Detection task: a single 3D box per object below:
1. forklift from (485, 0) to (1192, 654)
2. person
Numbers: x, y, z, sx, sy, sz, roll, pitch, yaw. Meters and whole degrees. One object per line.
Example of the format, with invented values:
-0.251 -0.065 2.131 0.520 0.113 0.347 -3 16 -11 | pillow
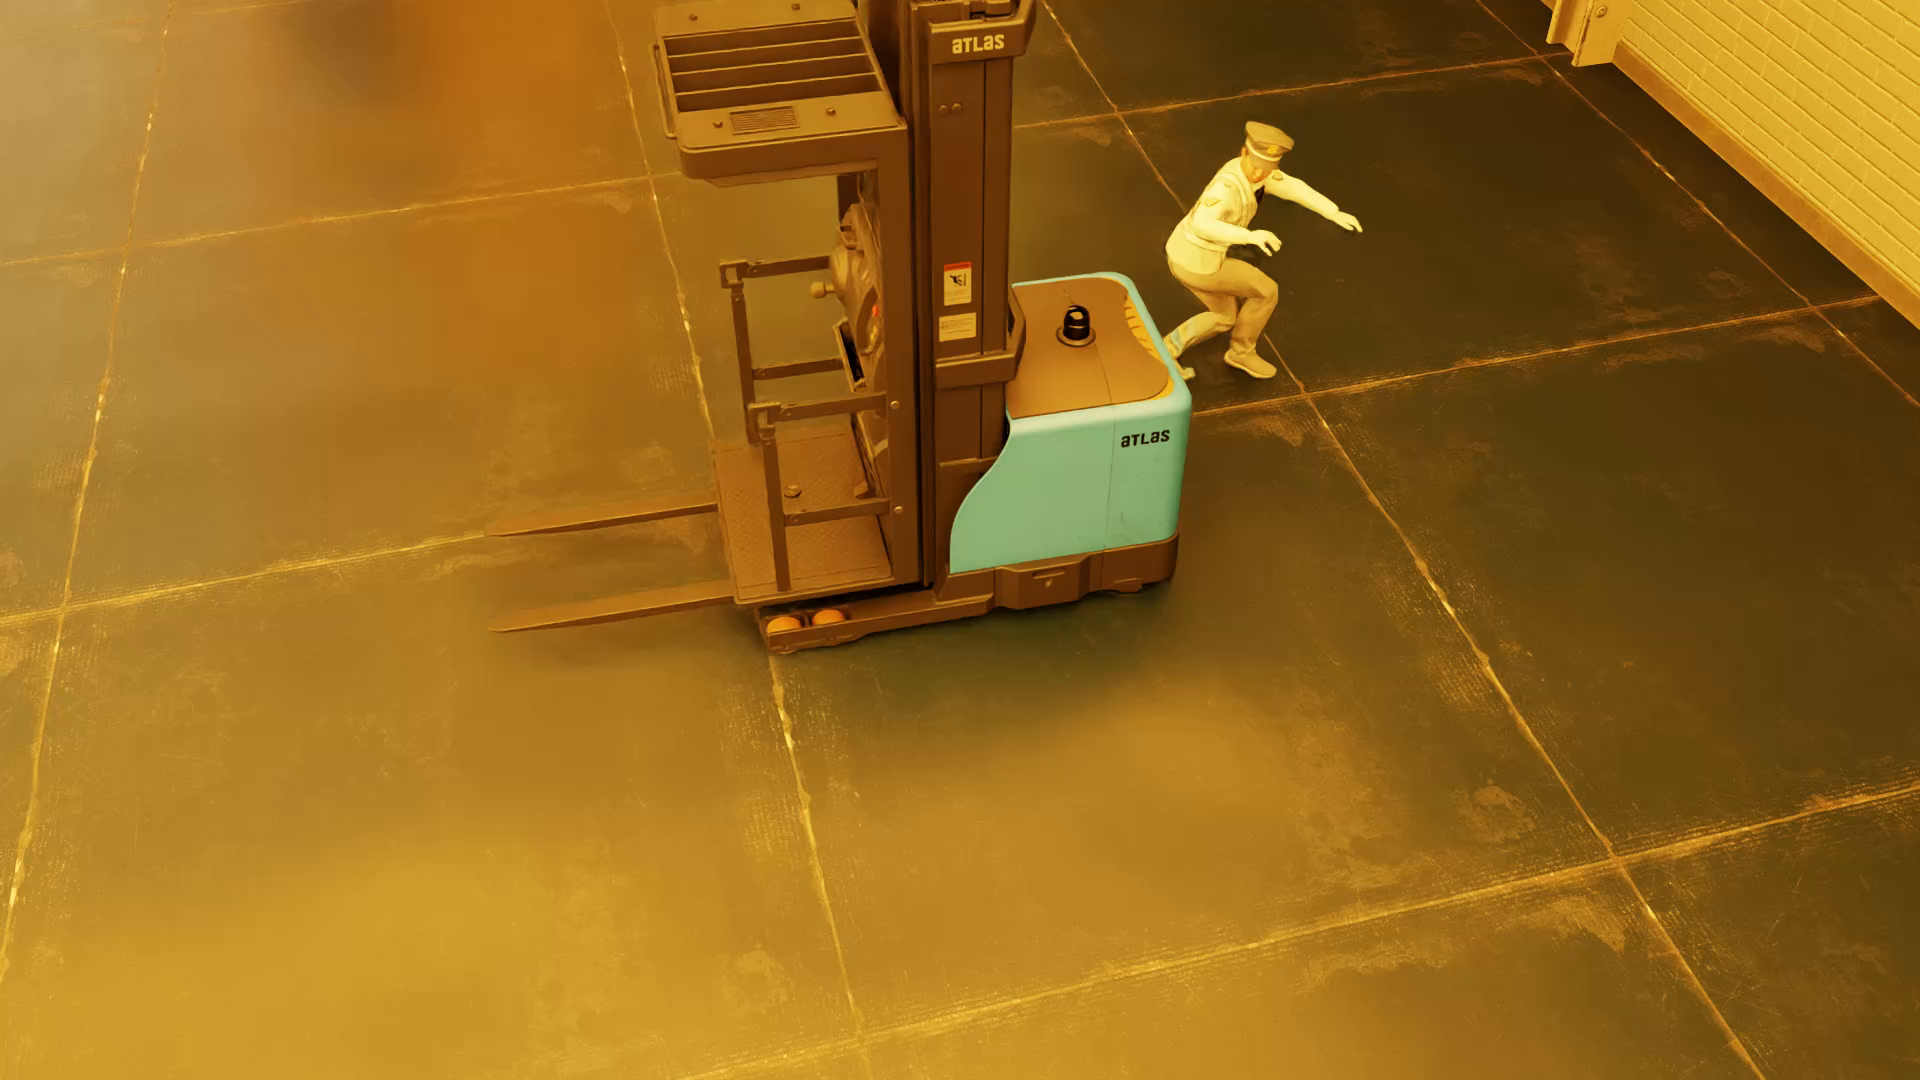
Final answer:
-0.595 -0.969 6.671 3.031 2.935 1.130 -9 44 -9 | forklift
1.469 -1.334 8.184 1.047 1.424 0.760 0 43 0 | person
